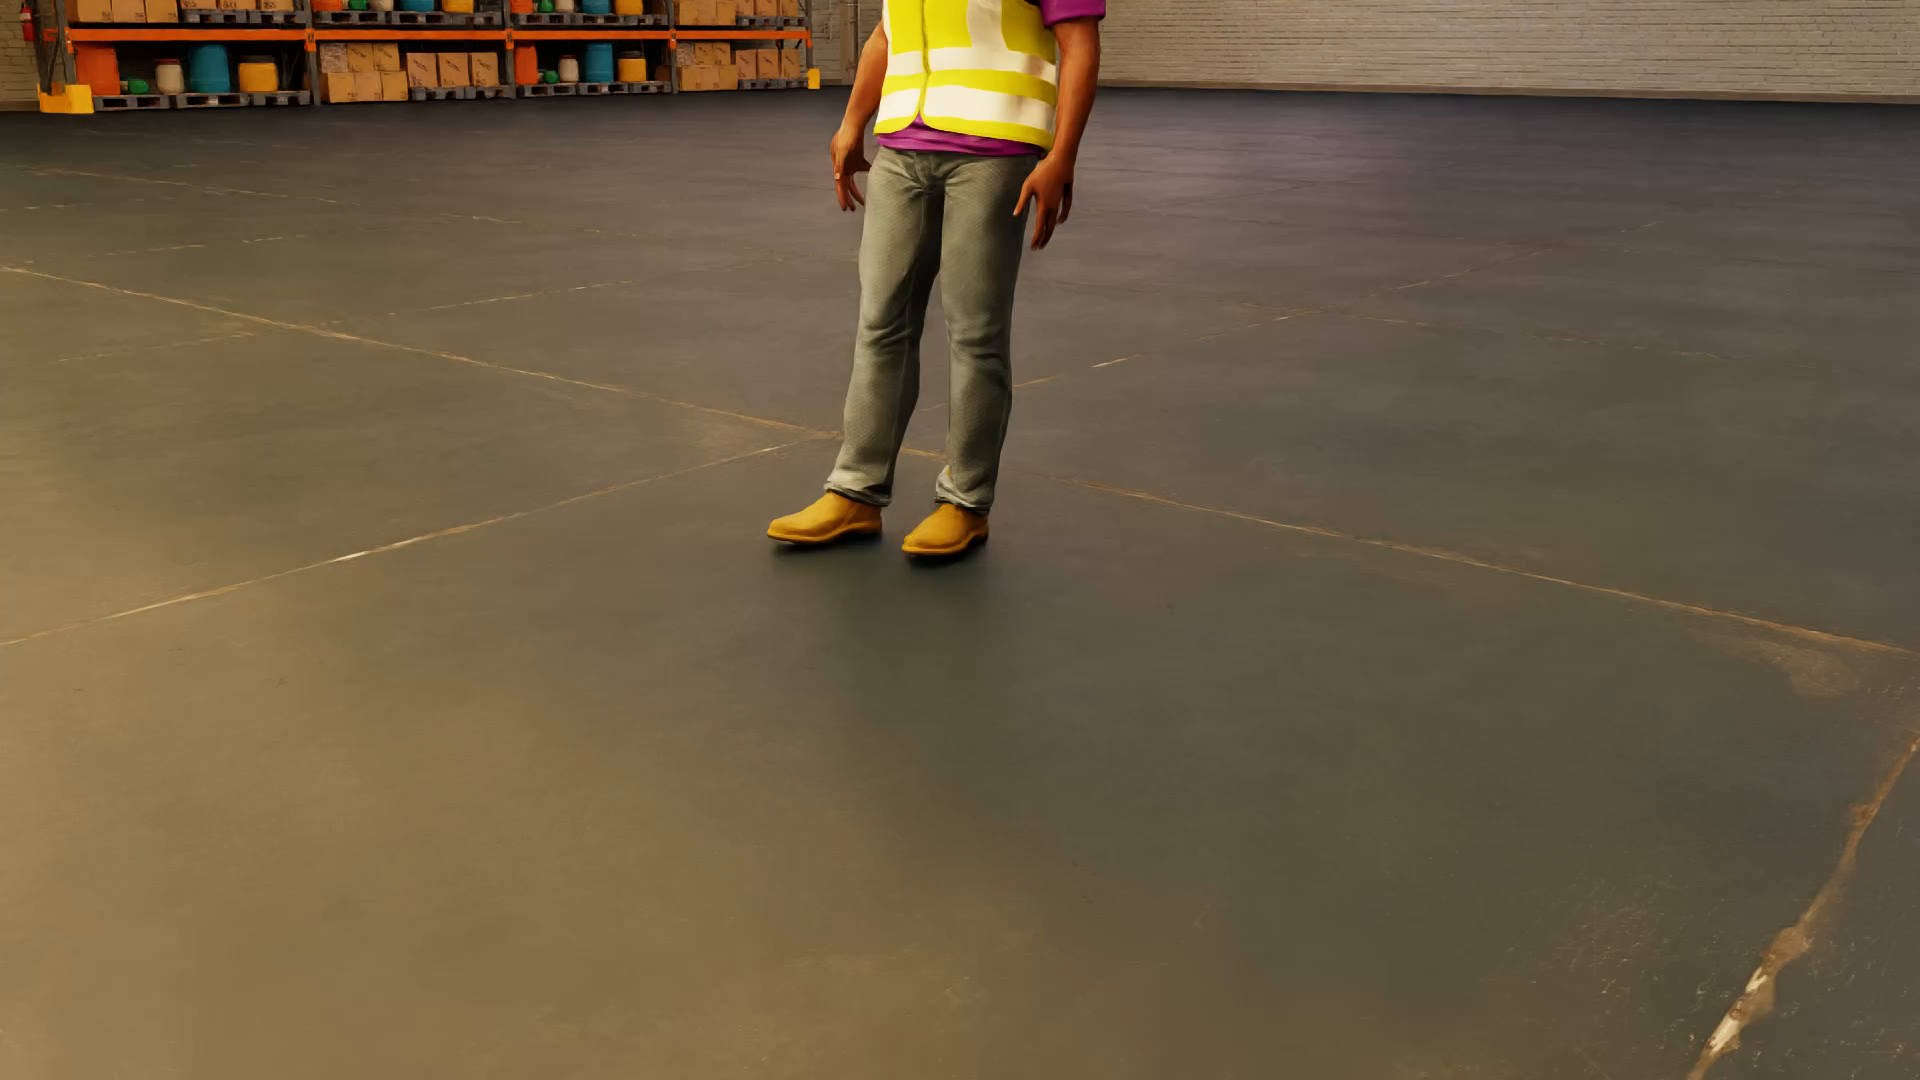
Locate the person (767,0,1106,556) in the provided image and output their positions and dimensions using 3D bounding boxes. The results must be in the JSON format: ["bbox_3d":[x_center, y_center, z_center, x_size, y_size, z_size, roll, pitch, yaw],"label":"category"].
[{"bbox_3d":[-0.049,-0.838,3.635,0.665,1.768,0.575,13,21,37],"label":"person"}]
